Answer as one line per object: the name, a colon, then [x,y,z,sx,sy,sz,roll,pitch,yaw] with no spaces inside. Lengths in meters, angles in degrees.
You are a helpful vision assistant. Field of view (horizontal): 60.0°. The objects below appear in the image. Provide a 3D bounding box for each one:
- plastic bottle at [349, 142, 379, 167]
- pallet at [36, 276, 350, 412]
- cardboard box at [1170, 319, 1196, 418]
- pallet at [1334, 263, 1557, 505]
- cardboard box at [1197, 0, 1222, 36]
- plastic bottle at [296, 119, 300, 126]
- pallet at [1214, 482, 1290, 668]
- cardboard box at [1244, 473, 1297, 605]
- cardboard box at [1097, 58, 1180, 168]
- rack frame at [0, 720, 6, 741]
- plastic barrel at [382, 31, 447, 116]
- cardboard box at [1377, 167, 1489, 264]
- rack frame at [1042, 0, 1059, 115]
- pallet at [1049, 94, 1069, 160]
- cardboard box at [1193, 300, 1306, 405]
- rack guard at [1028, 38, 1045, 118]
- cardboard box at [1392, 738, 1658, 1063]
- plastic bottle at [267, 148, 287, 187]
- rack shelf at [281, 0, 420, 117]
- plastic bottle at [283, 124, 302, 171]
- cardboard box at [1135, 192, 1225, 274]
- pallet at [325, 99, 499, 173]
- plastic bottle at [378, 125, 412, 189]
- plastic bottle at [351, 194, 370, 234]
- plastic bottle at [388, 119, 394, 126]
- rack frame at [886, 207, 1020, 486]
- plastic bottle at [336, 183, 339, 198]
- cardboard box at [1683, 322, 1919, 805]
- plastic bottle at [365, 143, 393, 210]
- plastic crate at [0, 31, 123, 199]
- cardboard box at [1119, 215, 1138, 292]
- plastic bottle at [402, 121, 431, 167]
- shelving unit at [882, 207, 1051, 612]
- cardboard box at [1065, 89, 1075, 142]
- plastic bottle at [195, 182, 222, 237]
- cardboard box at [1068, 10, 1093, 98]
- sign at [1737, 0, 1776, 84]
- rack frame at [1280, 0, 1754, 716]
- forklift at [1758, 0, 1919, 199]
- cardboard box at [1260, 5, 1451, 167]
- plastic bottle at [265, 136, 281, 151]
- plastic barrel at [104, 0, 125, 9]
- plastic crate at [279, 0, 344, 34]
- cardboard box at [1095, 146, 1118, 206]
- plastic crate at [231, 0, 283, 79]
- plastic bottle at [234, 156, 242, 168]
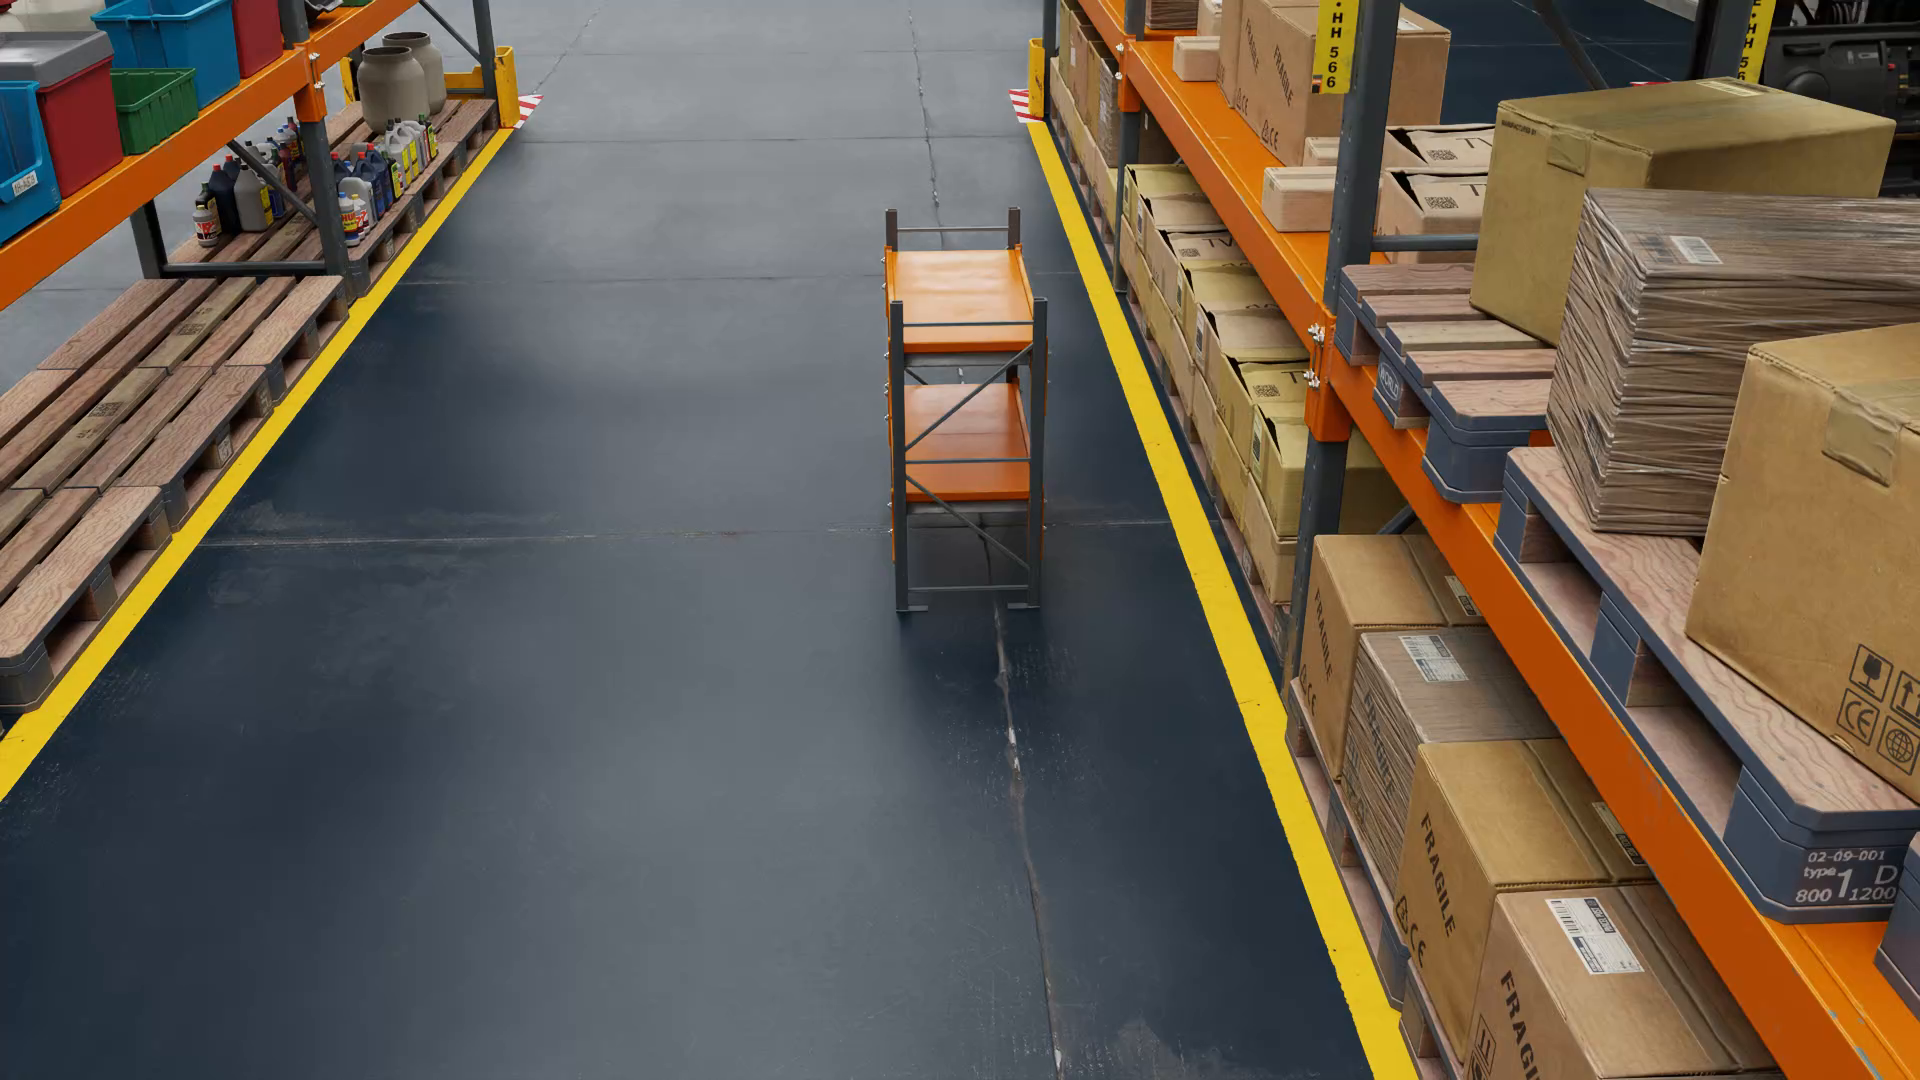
plastic bottle: [-3.442,-2.180,9.655,0.152,0.276,0.135,-1,28,-3]
pallet: [-3.556,-0.943,7.830,1.003,0.211,1.213,-1,28,-3]
cardboard box: [1.166,-0.724,6.913,0.500,0.250,0.500,-1,28,-2]
pallet: [1.626,-0.415,4.010,1.213,0.211,1.003,-1,28,-3]
cardboard box: [1.381,-2.366,7.705,0.500,0.250,0.500,0,28,1]
plastic bottle: [-4.061,-2.529,10.330,0.097,0.271,0.097,0,28,0]
pallet: [1.516,0.044,5.938,1.003,0.211,1.213,-1,28,-3]
cardboard box: [1.249,-0.016,5.556,0.500,0.250,0.500,-1,28,-1]
cardboard box: [1.054,-2.399,9.314,0.500,0.500,0.500,-1,28,-3]
rack frame: [-3.427,-0.694,4.337,1.000,3.000,0.127,-1,28,-3]
plastic barrel: [-3.734,-3.169,11.319,0.421,0.512,0.421,0,28,0]
cardboard box: [1.545,-0.941,4.907,0.500,0.311,0.500,0,28,1]
rack frame: [1.102,-4.506,11.646,1.000,3.000,0.127,-1,28,-3]
pallet: [1.184,-2.918,11.616,1.003,0.211,1.213,-1,28,-3]
cardboard box: [1.190,-0.736,6.331,0.500,0.311,0.500,-2,28,-3]
rack guard: [1.101,-3.409,12.246,1.175,0.500,0.348,-1,28,-3]
cardboard box: [1.313,0.792,3.715,0.500,0.500,0.500,-2,28,-3]
plastic bottle: [-3.883,-2.074,9.445,0.061,0.283,0.133,-1,28,-3]
rack shelf: [-3.740,-3.146,9.816,1.077,0.370,4.000,-1,28,-3]
plastic bottle: [-4.043,-2.371,10.026,0.097,0.271,0.097,0,28,0]
cardboard box: [1.105,-1.446,7.693,0.500,0.311,0.500,-2,28,-3]
pallet: [-3.756,-2.743,11.280,1.003,0.211,1.213,-1,28,-3]
plastic bottle: [-3.295,-2.228,9.667,0.144,0.351,0.185,-2,28,-3]
plastic bottle: [-3.225,-1.747,8.906,0.097,0.201,0.097,0,28,0]
plastic bottle: [-3.431,-2.422,10.111,0.061,0.283,0.133,-1,28,-3]
rack frame: [-0.026,-0.730,6.434,0.500,1.125,0.032,-1,28,-3]
plastic bottle: [-3.365,-1.835,8.987,0.061,0.283,0.133,-1,28,-3]
cardboard box: [1.575,-0.009,2.462,0.700,0.500,0.500,-8,29,-16]
plastic bottle: [-3.273,-2.032,9.290,0.144,0.351,0.185,-3,28,-5]
plastic crate: [-3.205,-1.476,5.767,0.402,0.464,0.583,-1,28,-3]
cardboard box: [1.085,-1.434,8.275,0.500,0.250,0.500,-2,28,-4]
plastic bottle: [-3.325,-2.421,10.118,0.152,0.276,0.135,-1,28,-2]
shelving unit: [0.000,-0.496,5.984,0.538,1.125,1.048,-1,28,-3]
cardboard box: [0.964,-2.758,10.815,0.500,0.250,0.500,-1,28,-3]
plastic bottle: [-3.990,-1.746,8.816,0.061,0.283,0.133,0,28,0]
cardboard box: [0.975,-3.091,10.642,0.500,0.500,0.500,-1,28,-3]
sign: [2.062,-1.307,4.347,0.100,0.325,0.005,-1,28,-3]
rack frame: [1.520,-0.812,4.563,1.000,3.000,0.127,-1,28,-3]
forklift: [3.725,-1.833,6.595,1.130,2.935,3.031,-5,28,-9]
cardboard box: [1.416,-1.631,6.025,0.500,0.500,0.500,-3,28,-5]
plastic bottle: [-4.027,-2.231,9.758,0.097,0.271,0.097,0,28,0]
plastic barrel: [-3.918,-2.578,7.406,0.600,0.901,0.708,-1,28,-3]
plastic crate: [-3.536,-2.758,8.362,0.767,0.338,0.504,-1,28,-3]
cardboard box: [1.053,-2.066,9.487,0.500,0.250,0.500,-1,28,-3]
plastic crate: [-3.305,-2.353,7.449,0.402,0.464,0.583,-1,28,-3]
plastic bottle: [-4.017,-1.985,9.274,0.061,0.283,0.133,0,28,1]
